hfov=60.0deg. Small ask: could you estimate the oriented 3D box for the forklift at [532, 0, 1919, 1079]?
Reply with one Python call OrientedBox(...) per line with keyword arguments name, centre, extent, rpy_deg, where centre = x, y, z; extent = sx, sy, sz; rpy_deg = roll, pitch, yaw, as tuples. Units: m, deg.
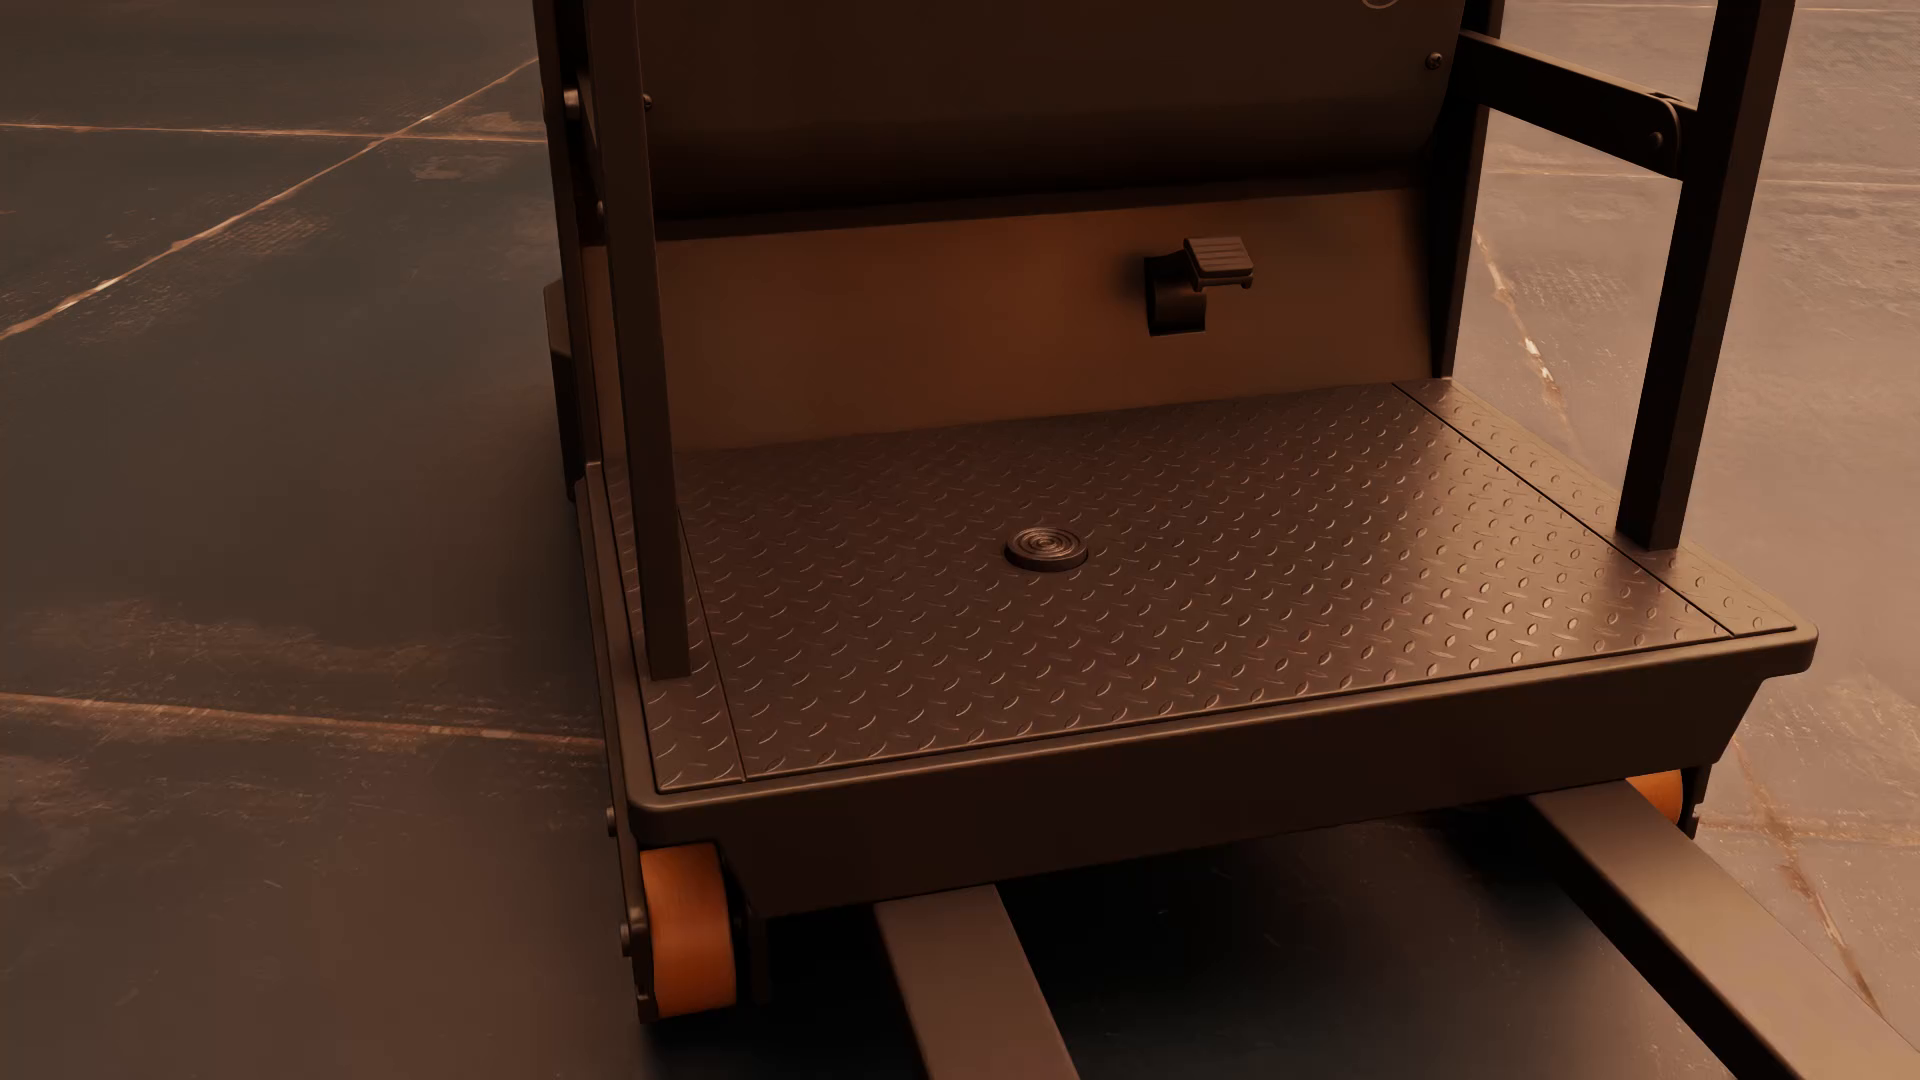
OrientedBox(name="forklift", centre=(0.153, -1.049, 1.319), extent=(1.130, 2.935, 3.031), rpy_deg=(-7, 27, -13))
